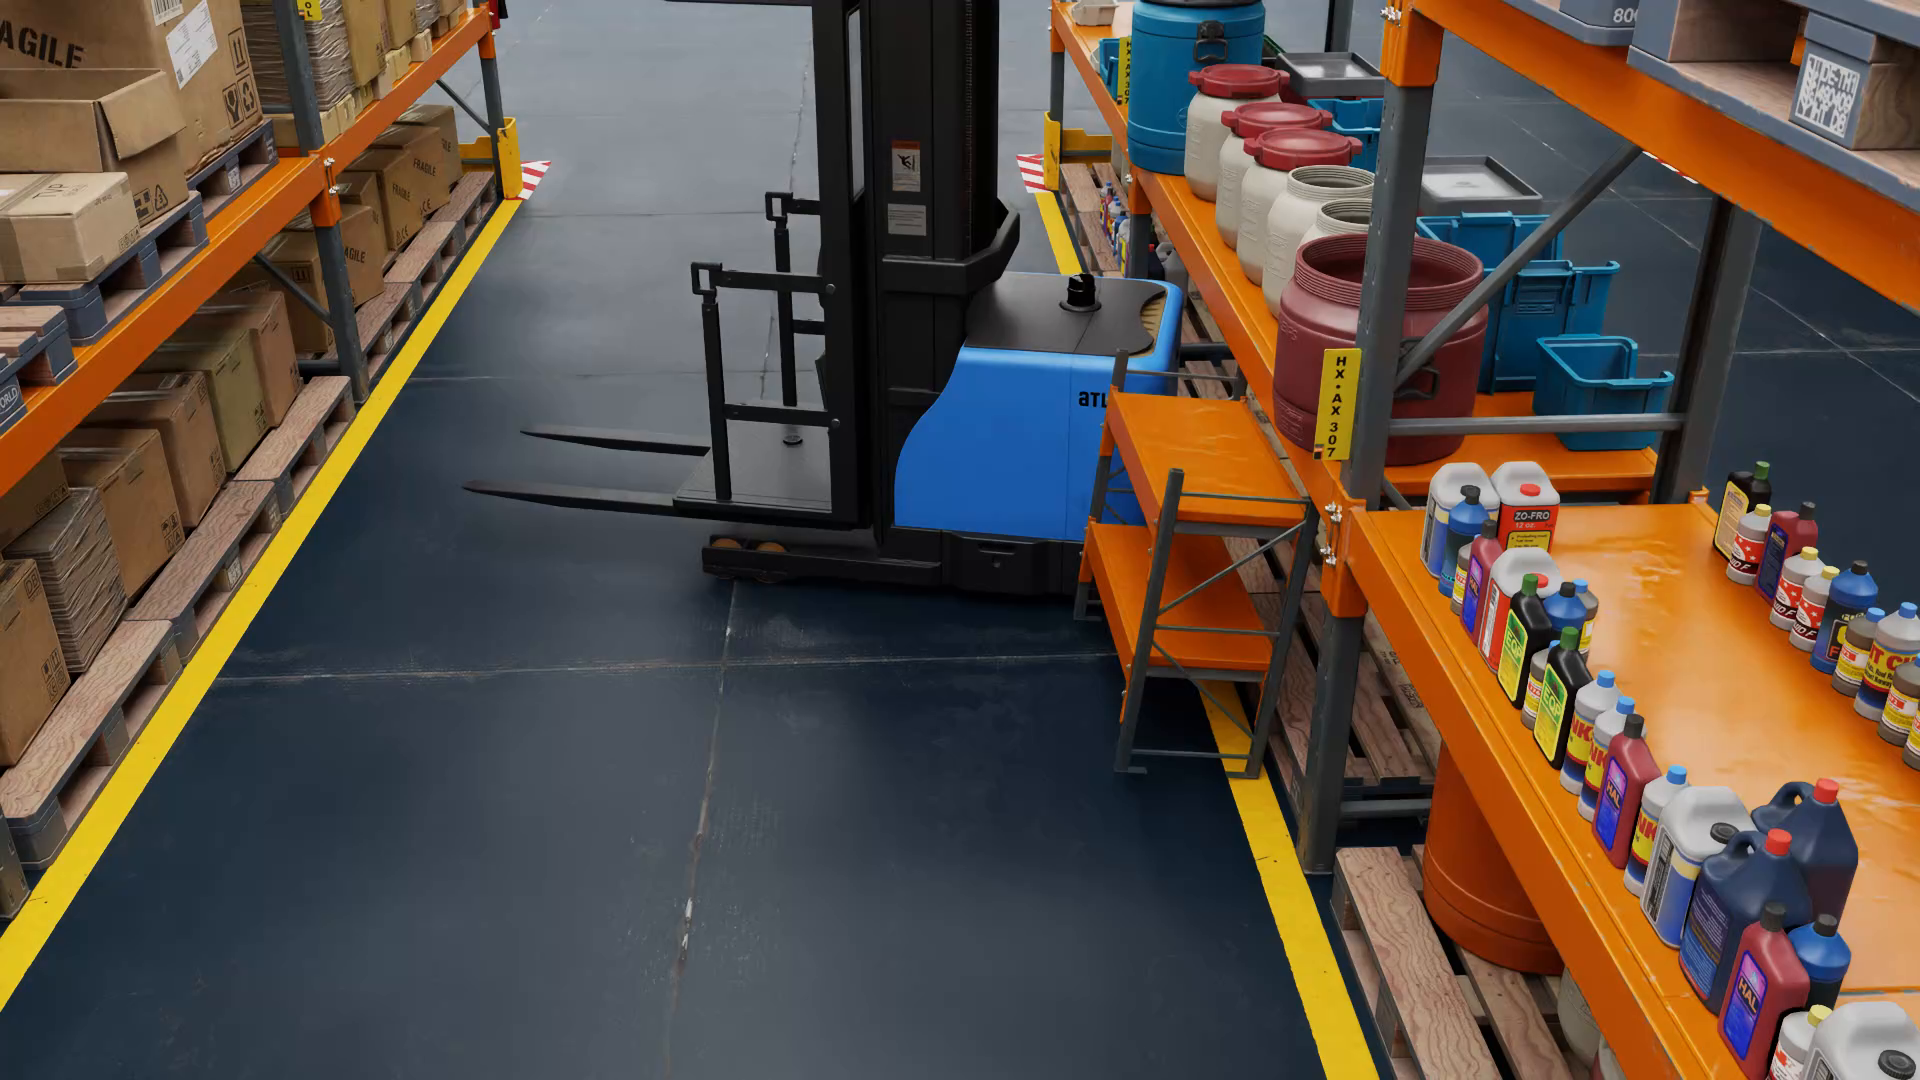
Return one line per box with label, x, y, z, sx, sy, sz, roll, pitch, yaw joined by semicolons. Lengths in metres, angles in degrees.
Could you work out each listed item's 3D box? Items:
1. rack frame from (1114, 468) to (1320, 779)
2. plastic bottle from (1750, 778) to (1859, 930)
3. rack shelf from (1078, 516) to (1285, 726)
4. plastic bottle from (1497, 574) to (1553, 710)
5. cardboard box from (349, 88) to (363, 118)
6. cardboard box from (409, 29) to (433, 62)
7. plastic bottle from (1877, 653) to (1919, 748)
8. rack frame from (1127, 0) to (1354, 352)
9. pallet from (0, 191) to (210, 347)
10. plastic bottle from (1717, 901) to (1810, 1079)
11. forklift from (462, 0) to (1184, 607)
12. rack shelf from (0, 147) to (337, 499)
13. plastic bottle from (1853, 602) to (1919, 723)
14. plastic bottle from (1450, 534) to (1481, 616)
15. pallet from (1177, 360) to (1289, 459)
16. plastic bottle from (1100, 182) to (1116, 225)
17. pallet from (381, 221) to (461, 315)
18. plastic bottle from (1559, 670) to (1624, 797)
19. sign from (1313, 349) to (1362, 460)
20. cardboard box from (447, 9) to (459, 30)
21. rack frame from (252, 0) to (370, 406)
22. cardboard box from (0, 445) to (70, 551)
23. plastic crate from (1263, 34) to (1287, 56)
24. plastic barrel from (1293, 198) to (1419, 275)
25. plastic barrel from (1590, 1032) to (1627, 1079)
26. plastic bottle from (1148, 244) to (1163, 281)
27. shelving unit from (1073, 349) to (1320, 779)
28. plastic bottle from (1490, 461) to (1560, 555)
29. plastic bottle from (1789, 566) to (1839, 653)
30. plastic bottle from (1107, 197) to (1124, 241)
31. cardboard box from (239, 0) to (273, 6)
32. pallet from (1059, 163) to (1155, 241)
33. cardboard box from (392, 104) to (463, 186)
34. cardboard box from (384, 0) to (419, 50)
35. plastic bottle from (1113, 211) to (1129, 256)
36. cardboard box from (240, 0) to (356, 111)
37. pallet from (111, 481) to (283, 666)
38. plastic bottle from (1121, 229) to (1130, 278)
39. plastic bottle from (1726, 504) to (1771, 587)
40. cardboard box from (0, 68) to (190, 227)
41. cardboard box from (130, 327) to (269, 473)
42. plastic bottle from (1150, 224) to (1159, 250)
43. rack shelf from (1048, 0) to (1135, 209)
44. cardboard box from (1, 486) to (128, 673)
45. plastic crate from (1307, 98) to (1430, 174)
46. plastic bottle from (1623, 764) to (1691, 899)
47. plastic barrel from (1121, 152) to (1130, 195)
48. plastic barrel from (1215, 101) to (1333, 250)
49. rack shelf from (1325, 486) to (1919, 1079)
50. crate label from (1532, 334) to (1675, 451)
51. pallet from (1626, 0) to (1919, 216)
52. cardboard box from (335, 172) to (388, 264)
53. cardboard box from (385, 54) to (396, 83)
rack frame;0.833;0.297;5.404;0.500;1.125;0.032;4;27;-7
plastic bottle;1.498;0.566;2.974;0.144;0.351;0.185;-1;28;-3
rack shelf;0.766;0.277;5.964;0.538;0.278;1.000;4;27;-7
plastic bottle;1.262;0.224;3.702;0.061;0.283;0.133;-1;28;-3
cardboard box;-3.330;-2.265;8.621;0.380;0.149;0.250;-1;28;-3
cardboard box;-3.383;-2.958;9.950;0.380;0.149;0.250;-1;28;-3
plastic bottle;2.049;0.338;3.573;0.097;0.201;0.097;0;28;0
rack frame;1.368;-2.159;8.146;1.000;3.000;0.127;-1;28;-3
pallet;-3.514;-1.020;6.170;1.003;0.211;1.213;-1;28;-3
plastic bottle;1.320;0.736;2.720;0.061;0.283;0.133;-1;28;-3
forklift;-0.613;-1.353;6.675;3.031;2.935;1.130;5;28;9
rack shelf;-3.474;-0.797;6.312;1.077;0.370;4.000;-1;28;-3
plastic bottle;2.044;0.262;3.643;0.097;0.271;0.097;0;28;0
plastic bottle;1.260;0.083;4.062;0.097;0.201;0.097;0;28;0
pallet;1.448;-0.561;8.097;1.003;0.211;1.213;-1;28;-3
plastic bottle;0.943;-2.147;10.597;0.097;0.271;0.097;0;28;0
pallet;-3.715;-1.677;10.237;1.003;0.211;1.213;-1;28;-3
plastic bottle;1.299;0.389;3.400;0.097;0.271;0.097;0;28;0
sign;1.028;-0.368;4.535;0.100;0.325;0.005;-1;28;-3
cardboard box;-3.489;-3.419;10.833;0.380;0.149;0.250;-1;28;-3
rack frame;-3.578;-2.039;7.916;1.000;3.000;0.127;-1;28;-3
cardboard box;-3.472;-0.165;5.739;0.500;0.250;0.500;2;28;3
plastic crate;1.579;-2.699;9.410;0.450;0.188;0.662;-1;28;-3
plastic barrel;1.310;-0.831;5.479;0.421;0.512;0.421;0;28;0
plastic barrel;1.678;1.318;3.632;0.600;0.588;0.708;-1;28;-3
plastic bottle;1.047;-1.470;9.214;0.144;0.351;0.185;-2;28;-4
shelving unit;0.793;0.061;5.853;0.538;1.125;1.048;4;27;-7
plastic bottle;1.429;-0.053;4.242;0.152;0.276;0.135;-1;28;-3
plastic bottle;2.029;0.158;3.918;0.097;0.201;0.097;0;28;0
plastic bottle;0.961;-1.988;10.293;0.097;0.271;0.097;0;28;0
cardboard box;-3.348;-2.873;8.004;0.500;0.500;0.500;-1;28;-3
pallet;1.247;-2.361;11.548;1.003;0.211;1.213;-1;28;-3
cardboard box;-3.771;-2.676;11.385;0.500;0.500;0.500;4;28;7
cardboard box;-3.642;-3.117;9.553;0.875;0.500;0.500;-1;28;-3
plastic bottle;0.976;-1.849;10.025;0.097;0.271;0.097;0;28;0
cardboard box;-3.540;-2.425;8.226;0.875;0.500;0.500;-1;28;-3
pallet;-3.469;0.121;6.789;1.003;0.211;1.213;-1;28;-3
plastic bottle;1.020;-1.708;9.669;0.144;0.351;0.185;-2;28;-3
plastic bottle;2.012;0.007;4.209;0.097;0.201;0.097;0;28;0
cardboard box;-3.395;-1.473;6.265;0.797;0.503;0.637;1;28;3
cardboard box;-3.562;-0.621;7.425;0.700;0.500;0.500;-2;28;-3
plastic bottle;1.121;-1.692;9.712;0.061;0.283;0.133;-1;28;-3
rack shelf;1.264;-2.764;10.083;1.077;0.370;4.000;-1;28;-3
cardboard box;-3.466;0.156;5.934;0.700;0.500;0.500;-4;28;-7
plastic crate;1.736;-1.650;7.187;0.392;0.384;0.575;-1;28;-3
plastic bottle;1.316;0.541;3.109;0.097;0.271;0.097;0;28;0
plastic barrel;1.296;-2.556;11.143;0.421;0.512;0.421;0;28;0
plastic barrel;1.237;-1.433;6.607;0.433;0.535;0.433;0;28;0
rack shelf;1.681;0.931;2.999;1.077;0.370;4.000;-1;28;-3
crate label;1.929;-0.441;5.033;0.303;0.233;0.416;-1;28;-3
pallet;1.585;-0.594;2.106;1.003;0.211;1.213;-1;28;-3
cardboard box;-3.707;-1.852;9.806;0.500;0.500;0.500;-4;28;-7
cardboard box;-3.379;-2.611;9.285;0.380;0.149;0.250;-1;28;-3
